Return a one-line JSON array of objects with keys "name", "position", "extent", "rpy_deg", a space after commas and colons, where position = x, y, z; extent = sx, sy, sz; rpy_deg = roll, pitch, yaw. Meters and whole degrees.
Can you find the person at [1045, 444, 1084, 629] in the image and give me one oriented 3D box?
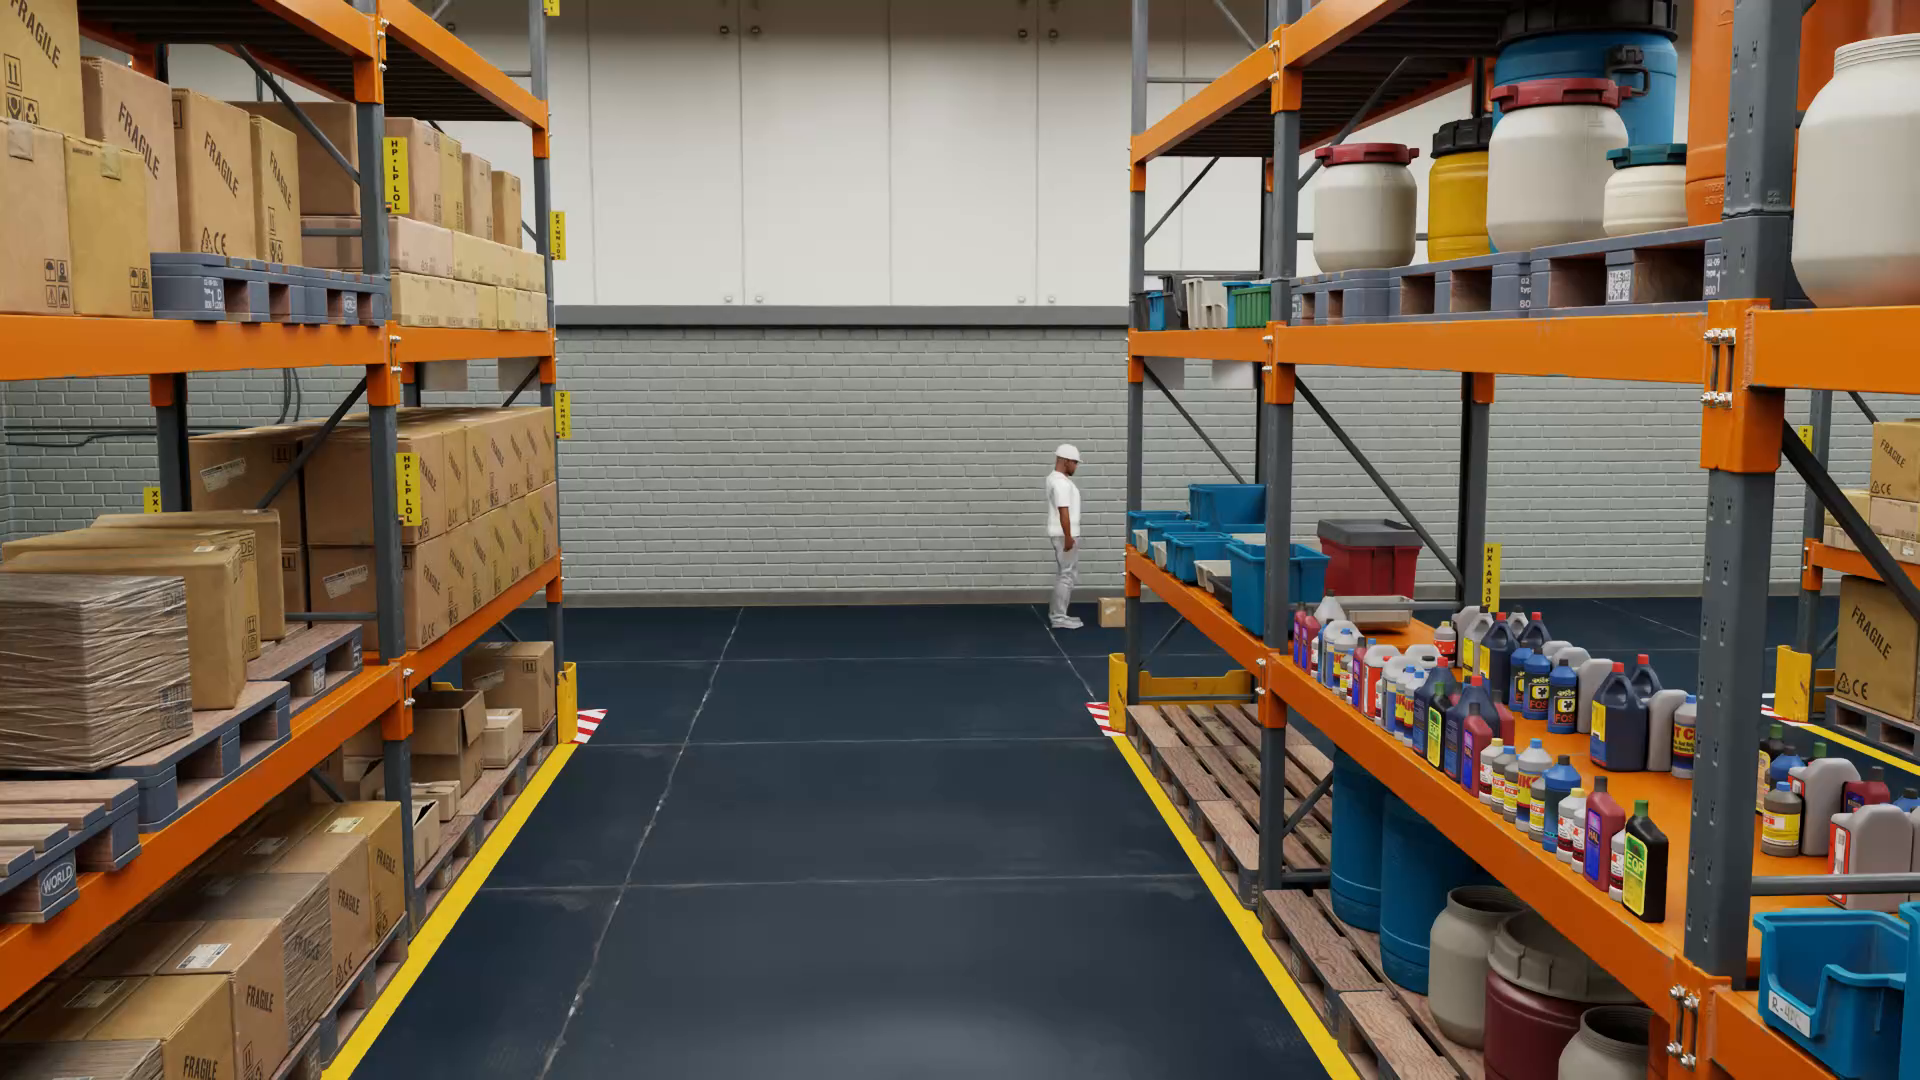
[{"name": "person", "position": [1.005, -0.045, 16.047], "extent": [0.368, 1.759, 0.568], "rpy_deg": [0, 7, -3]}]
